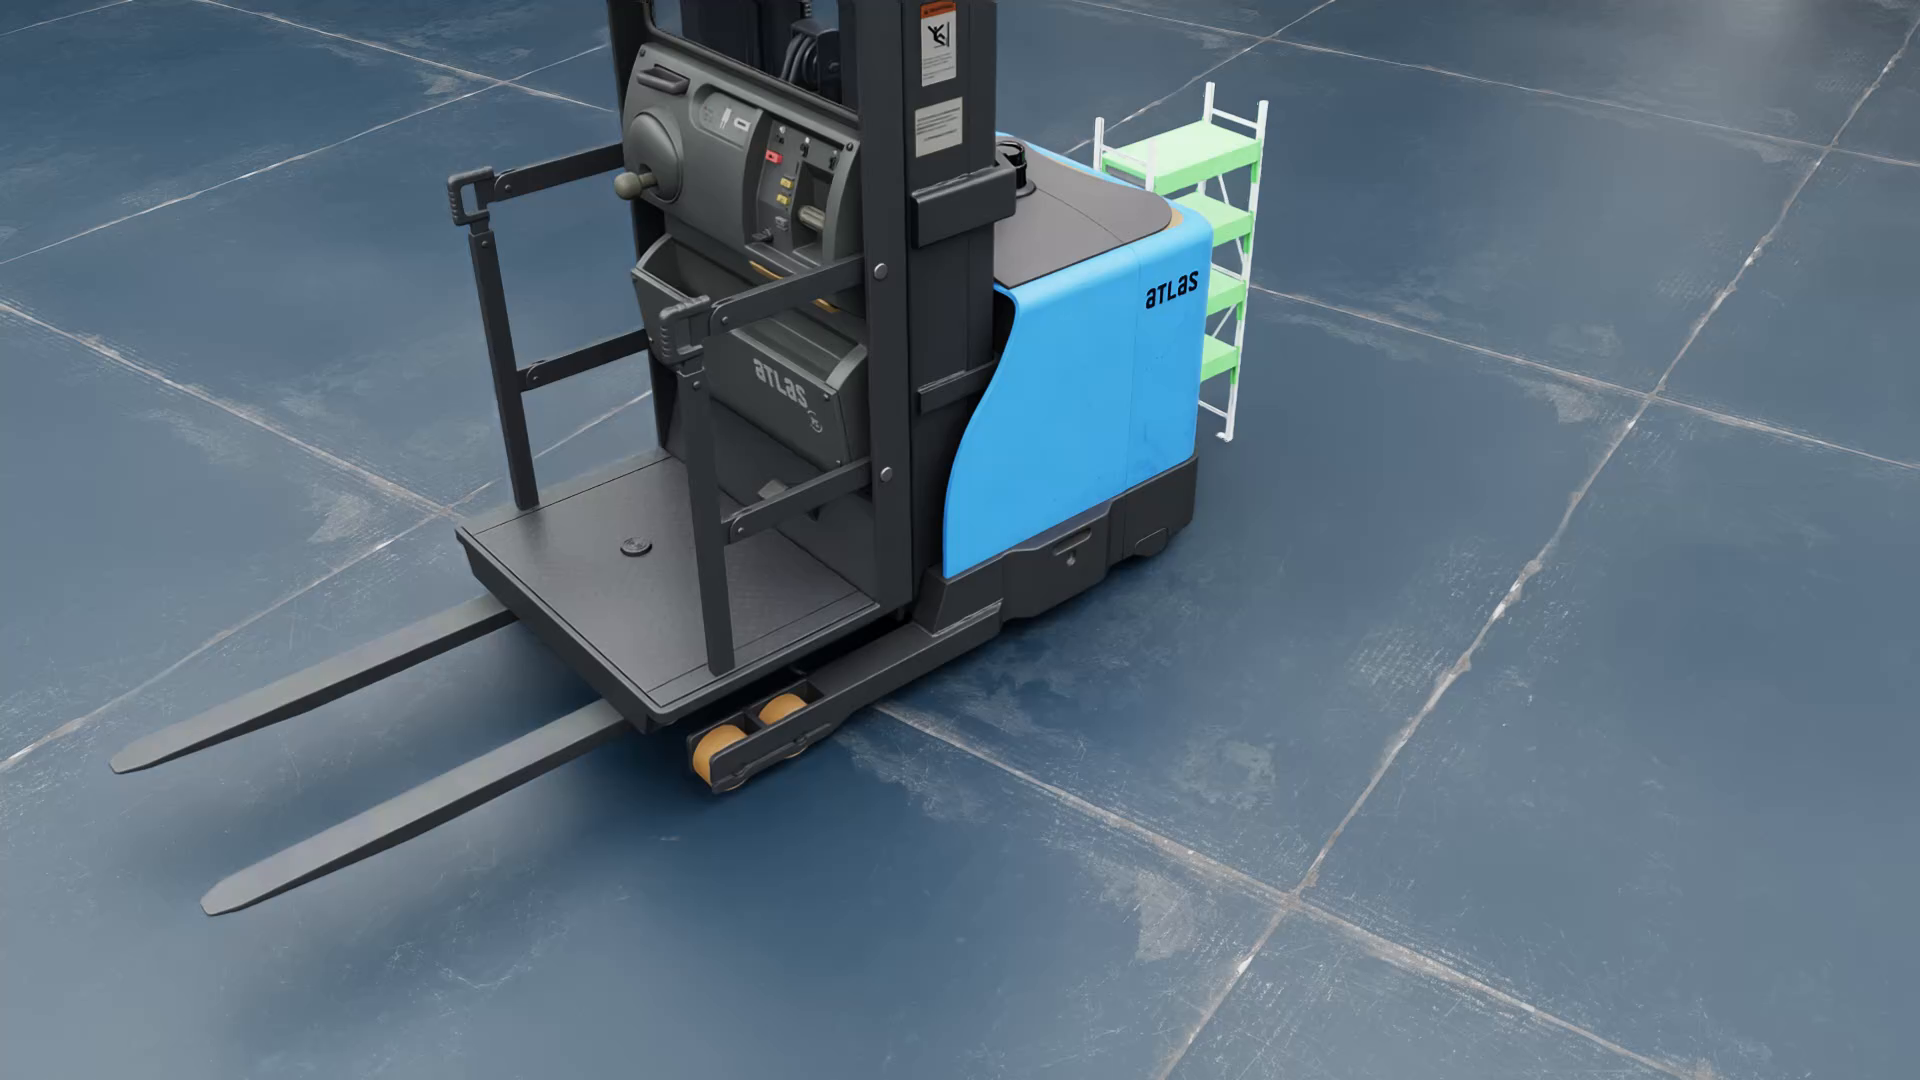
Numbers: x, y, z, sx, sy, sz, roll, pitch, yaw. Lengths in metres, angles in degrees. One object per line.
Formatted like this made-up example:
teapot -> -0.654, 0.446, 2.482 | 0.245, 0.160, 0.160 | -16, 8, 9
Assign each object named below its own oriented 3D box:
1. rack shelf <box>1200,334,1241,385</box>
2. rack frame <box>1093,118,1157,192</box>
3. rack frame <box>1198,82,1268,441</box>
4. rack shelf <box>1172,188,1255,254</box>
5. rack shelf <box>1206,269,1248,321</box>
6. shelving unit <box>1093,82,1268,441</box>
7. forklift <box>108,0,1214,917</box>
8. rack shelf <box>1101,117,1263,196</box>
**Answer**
rack shelf -> 0.675, -0.552, 5.538 | 0.480, 0.148, 0.258 | -26, 42, -33
rack frame -> 0.489, -0.715, 5.236 | 0.015, 1.200, 0.240 | -26, 42, -33
rack frame -> 0.860, -0.893, 5.499 | 0.015, 1.200, 0.240 | -26, 42, -33
rack shelf -> 0.675, -0.950, 5.269 | 0.480, 0.148, 0.258 | -26, 42, -33
rack shelf -> 0.675, -0.751, 5.403 | 0.480, 0.148, 0.258 | -26, 42, -33
shelving unit -> 0.675, -0.804, 5.368 | 0.503, 1.200, 0.258 | -26, 42, -33
forklift -> -0.713, -0.901, 3.966 | 3.031, 2.935, 1.130 | -26, 42, -33
rack shelf -> 0.675, -1.149, 5.135 | 0.480, 0.148, 0.258 | -26, 42, -33
